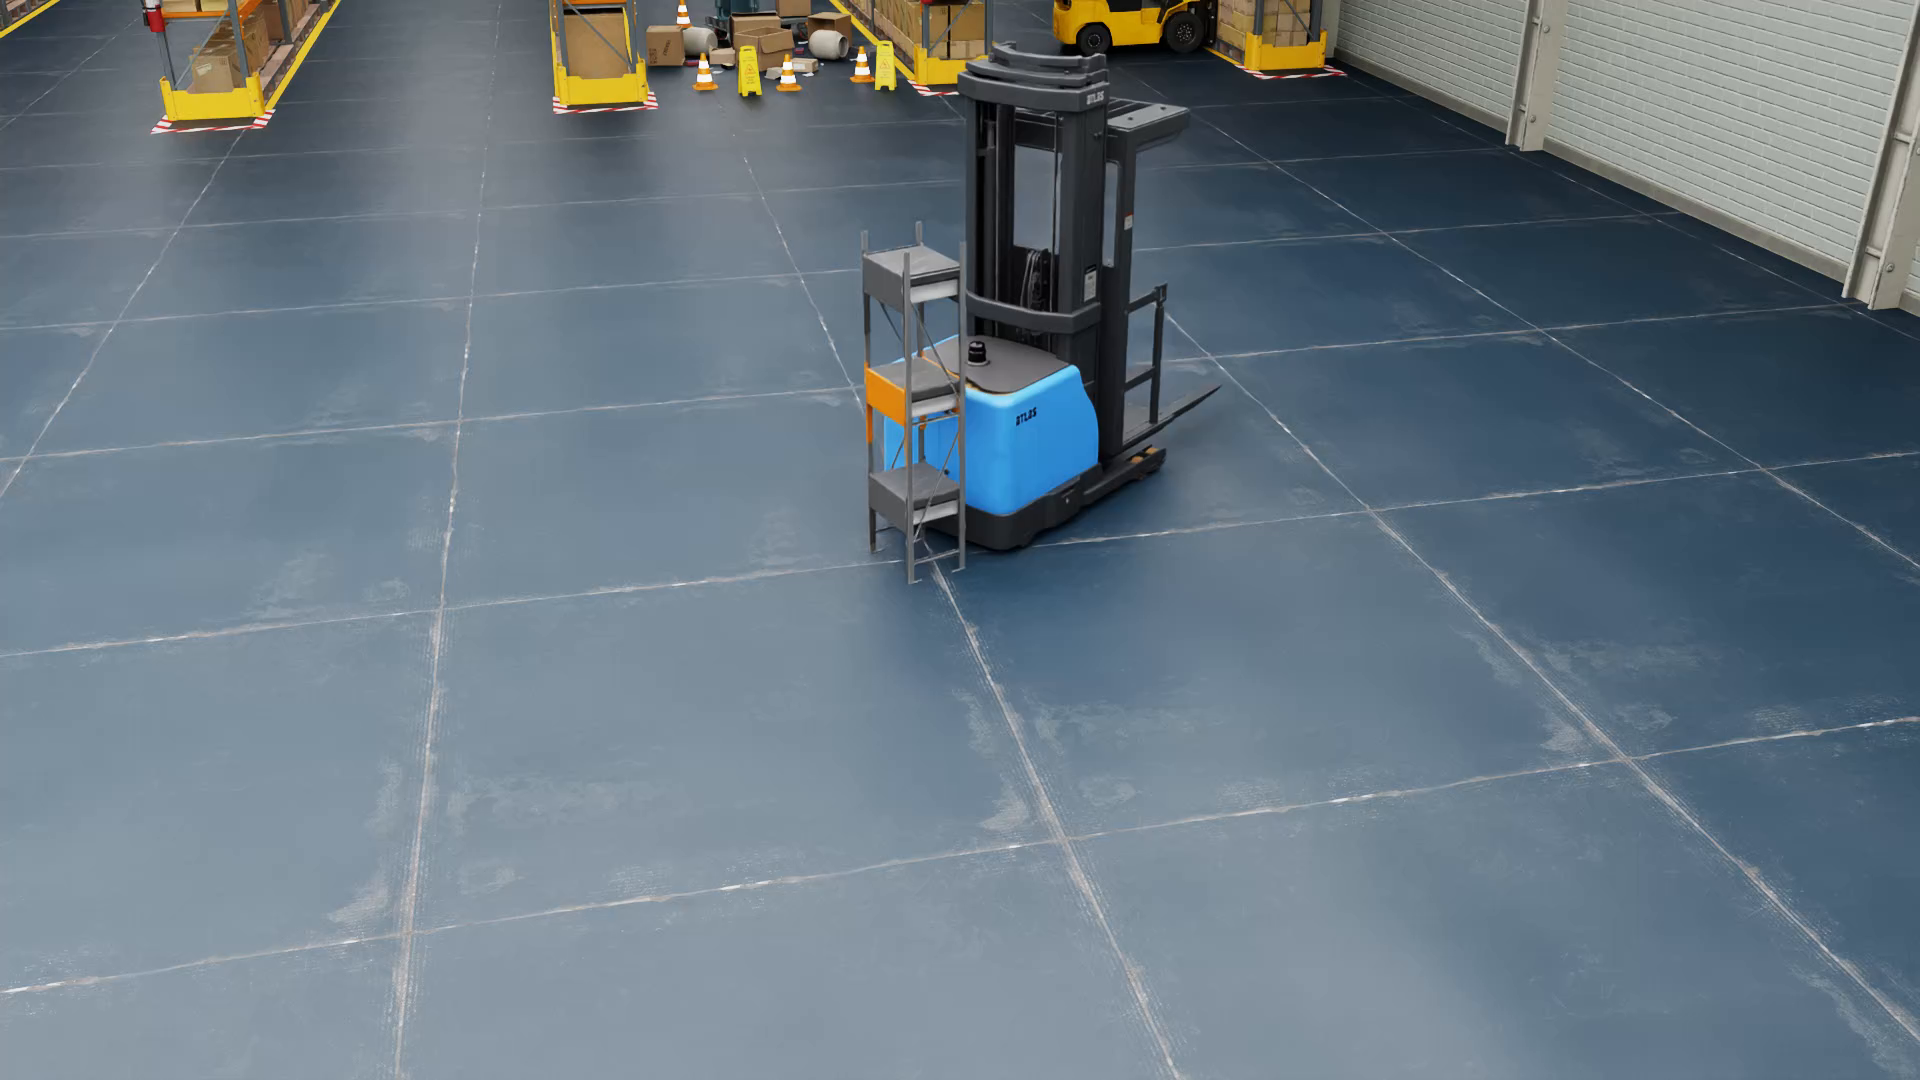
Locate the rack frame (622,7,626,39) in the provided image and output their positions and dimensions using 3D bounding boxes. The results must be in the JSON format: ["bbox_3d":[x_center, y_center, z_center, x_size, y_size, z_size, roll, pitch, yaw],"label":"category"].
[{"bbox_3d":[-5.737,-9.067,25.385,1.000,3.000,0.127,-6,27,-12],"label":"rack frame"}]

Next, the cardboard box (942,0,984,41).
[{"bbox_3d":[0.046,-7.545,24.123,0.500,0.500,0.500,-7,28,-13],"label":"cardboard box"}]

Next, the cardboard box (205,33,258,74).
[{"bbox_3d":[-10.106,-6.735,23.072,0.500,0.500,0.500,-3,27,-7],"label":"cardboard box"}]

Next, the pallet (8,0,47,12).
[{"bbox_3d":[-16.809,-9.492,29.322,1.003,0.211,1.213,-6,27,-12],"label":"pallet"}]

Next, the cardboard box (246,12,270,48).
[{"bbox_3d":[-10.541,-7.499,24.587,0.500,0.500,0.500,-7,28,-13],"label":"cardboard box"}]

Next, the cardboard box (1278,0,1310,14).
[{"bbox_3d":[4.875,-8.000,24.747,0.500,0.250,0.500,-6,27,-12],"label":"cardboard box"}]

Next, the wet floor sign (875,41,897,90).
[{"bbox_3d":[-1.036,-6.615,23.139,0.267,0.644,0.232,3,27,6],"label":"wet floor sign"}]

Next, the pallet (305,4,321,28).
[{"bbox_3d":[-11.319,-8.776,27.902,1.003,0.211,1.213,-6,27,-12],"label":"pallet"}]

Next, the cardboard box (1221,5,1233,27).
[{"bbox_3d":[4.282,-7.950,25.202,0.500,0.250,0.500,-6,27,-12],"label":"cardboard box"}]

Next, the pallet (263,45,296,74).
[{"bbox_3d":[-10.407,-7.071,24.526,1.003,0.211,1.213,-6,27,-12],"label":"pallet"}]

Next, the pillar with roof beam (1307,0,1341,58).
[{"bbox_3d":[1.326,-11.002,22.560,9.100,9.000,0.400,-6,27,-12],"label":"pillar with roof beam"}]

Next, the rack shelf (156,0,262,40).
[{"bbox_3d":[-10.142,-7.408,22.897,1.077,0.370,4.000,-6,27,-12],"label":"rack shelf"}]

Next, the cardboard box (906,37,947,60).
[{"bbox_3d":[-0.486,-7.156,24.184,0.500,0.250,0.500,-6,27,-12],"label":"cardboard box"}]

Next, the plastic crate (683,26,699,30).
[{"bbox_3d":[-4.422,-7.894,26.118,0.450,0.188,0.662,-2,25,20],"label":"plastic crate"}]

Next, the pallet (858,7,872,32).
[{"bbox_3d":[-1.114,-8.711,27.774,1.003,0.211,1.213,-6,27,-12],"label":"pallet"}]

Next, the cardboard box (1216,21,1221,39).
[{"bbox_3d":[4.179,-7.938,25.733,0.500,0.250,0.500,-6,27,-11],"label":"cardboard box"}]

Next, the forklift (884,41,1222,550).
[{"bbox_3d":[0.793,-1.846,11.155,1.130,2.935,3.031,19,33,33],"label":"forklift"}]

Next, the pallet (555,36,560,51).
[{"bbox_3d":[-5.642,-7.480,25.336,1.003,0.211,1.213,-6,27,-12],"label":"pallet"}]

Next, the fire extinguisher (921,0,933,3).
[{"bbox_3d":[-0.459,-7.726,22.814,0.296,0.674,0.183,-6,27,-12],"label":"fire extinguisher"}]

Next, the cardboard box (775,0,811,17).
[{"bbox_3d":[-2.665,-8.642,26.477,0.500,0.500,0.500,-6,27,-12],"label":"cardboard box"}]

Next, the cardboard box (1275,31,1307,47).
[{"bbox_3d":[4.879,-7.559,24.983,0.500,0.250,0.500,-6,27,-11],"label":"cardboard box"}]

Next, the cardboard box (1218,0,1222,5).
[{"bbox_3d":[4.147,-8.384,25.508,0.500,0.250,0.500,-6,27,-11],"label":"cardboard box"}]

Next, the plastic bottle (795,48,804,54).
[{"bbox_3d":[-2.474,-7.545,25.631,0.133,0.061,0.283,-1,27,-3],"label":"plastic bottle"}]

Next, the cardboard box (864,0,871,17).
[{"bbox_3d":[-1.058,-8.858,27.422,0.950,0.372,0.625,-6,27,-11],"label":"cardboard box"}]

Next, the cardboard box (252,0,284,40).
[{"bbox_3d":[-10.710,-7.960,25.477,0.700,0.500,0.500,-8,28,-16],"label":"cardboard box"}]

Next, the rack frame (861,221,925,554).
[{"bbox_3d":[-0.399,-0.895,10.192,0.400,2.100,0.015,-15,31,-28],"label":"rack frame"}]

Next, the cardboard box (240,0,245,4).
[{"bbox_3d":[-9.603,-7.112,21.790,0.380,0.149,0.250,-6,27,-12],"label":"cardboard box"}]

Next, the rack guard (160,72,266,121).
[{"bbox_3d":[-9.708,-5.769,21.625,1.175,0.500,0.348,-6,27,-12],"label":"rack guard"}]

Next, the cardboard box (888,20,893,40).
[{"bbox_3d":[-0.814,-7.822,25.503,0.500,0.250,0.500,-6,27,-12],"label":"cardboard box"}]

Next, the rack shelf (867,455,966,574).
[{"bbox_3d":[-0.271,-0.164,10.328,0.431,0.518,0.480,-15,31,-28],"label":"rack shelf"}]

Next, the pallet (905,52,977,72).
[{"bbox_3d":[-0.202,-7.007,24.397,1.003,0.211,1.213,-6,27,-12],"label":"pallet"}]

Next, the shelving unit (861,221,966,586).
[{"bbox_3d":[-0.271,-0.801,10.007,0.431,2.100,0.503,-15,31,-28],"label":"shelving unit"}]

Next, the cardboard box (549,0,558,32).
[{"bbox_3d":[-5.965,-8.513,26.319,1.050,0.750,0.750,-6,27,-12],"label":"cardboard box"}]

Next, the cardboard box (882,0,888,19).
[{"bbox_3d":[-0.936,-8.388,25.794,0.500,0.500,0.500,-5,27,-10],"label":"cardboard box"}]

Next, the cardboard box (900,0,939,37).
[{"bbox_3d":[-0.592,-7.707,24.443,0.500,0.500,0.500,-5,27,-10],"label":"cardboard box"}]

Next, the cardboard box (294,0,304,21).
[{"bbox_3d":[-11.052,-8.662,26.867,0.700,0.500,0.500,-4,27,-7],"label":"cardboard box"}]

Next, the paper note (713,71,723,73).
[{"bbox_3d":[-3.526,-6.827,24.244,0.144,0.017,0.142,3,27,6],"label":"paper note"}]

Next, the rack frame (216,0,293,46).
[{"bbox_3d":[-10.593,-8.608,24.475,1.000,3.000,0.127,-6,27,-12],"label":"rack frame"}]

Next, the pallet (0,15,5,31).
[{"bbox_3d":[-16.183,-8.272,26.904,1.003,0.211,1.213,-6,27,-12],"label":"pallet"}]

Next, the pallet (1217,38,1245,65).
[{"bbox_3d":[4.586,-7.450,25.276,1.003,0.211,1.213,-6,27,-12],"label":"pallet"}]

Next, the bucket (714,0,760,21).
[{"bbox_3d":[-3.461,-8.458,26.125,0.726,0.611,0.620,3,17,6],"label":"bucket"}]

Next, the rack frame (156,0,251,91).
[{"bbox_3d":[-9.691,-6.852,20.996,1.000,3.000,0.127,-6,27,-12],"label":"rack frame"}]

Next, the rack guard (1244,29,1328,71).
[{"bbox_3d":[4.804,-7.237,24.534,1.175,0.500,0.348,-6,27,-12],"label":"rack guard"}]

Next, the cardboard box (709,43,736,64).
[{"bbox_3d":[-3.556,-7.279,24.876,0.396,0.266,0.258,-1,27,-3],"label":"cardboard box"}]

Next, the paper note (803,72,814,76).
[{"bbox_3d":[-2.188,-6.745,24.080,0.148,0.019,0.142,-16,31,-29],"label":"paper note"}]
